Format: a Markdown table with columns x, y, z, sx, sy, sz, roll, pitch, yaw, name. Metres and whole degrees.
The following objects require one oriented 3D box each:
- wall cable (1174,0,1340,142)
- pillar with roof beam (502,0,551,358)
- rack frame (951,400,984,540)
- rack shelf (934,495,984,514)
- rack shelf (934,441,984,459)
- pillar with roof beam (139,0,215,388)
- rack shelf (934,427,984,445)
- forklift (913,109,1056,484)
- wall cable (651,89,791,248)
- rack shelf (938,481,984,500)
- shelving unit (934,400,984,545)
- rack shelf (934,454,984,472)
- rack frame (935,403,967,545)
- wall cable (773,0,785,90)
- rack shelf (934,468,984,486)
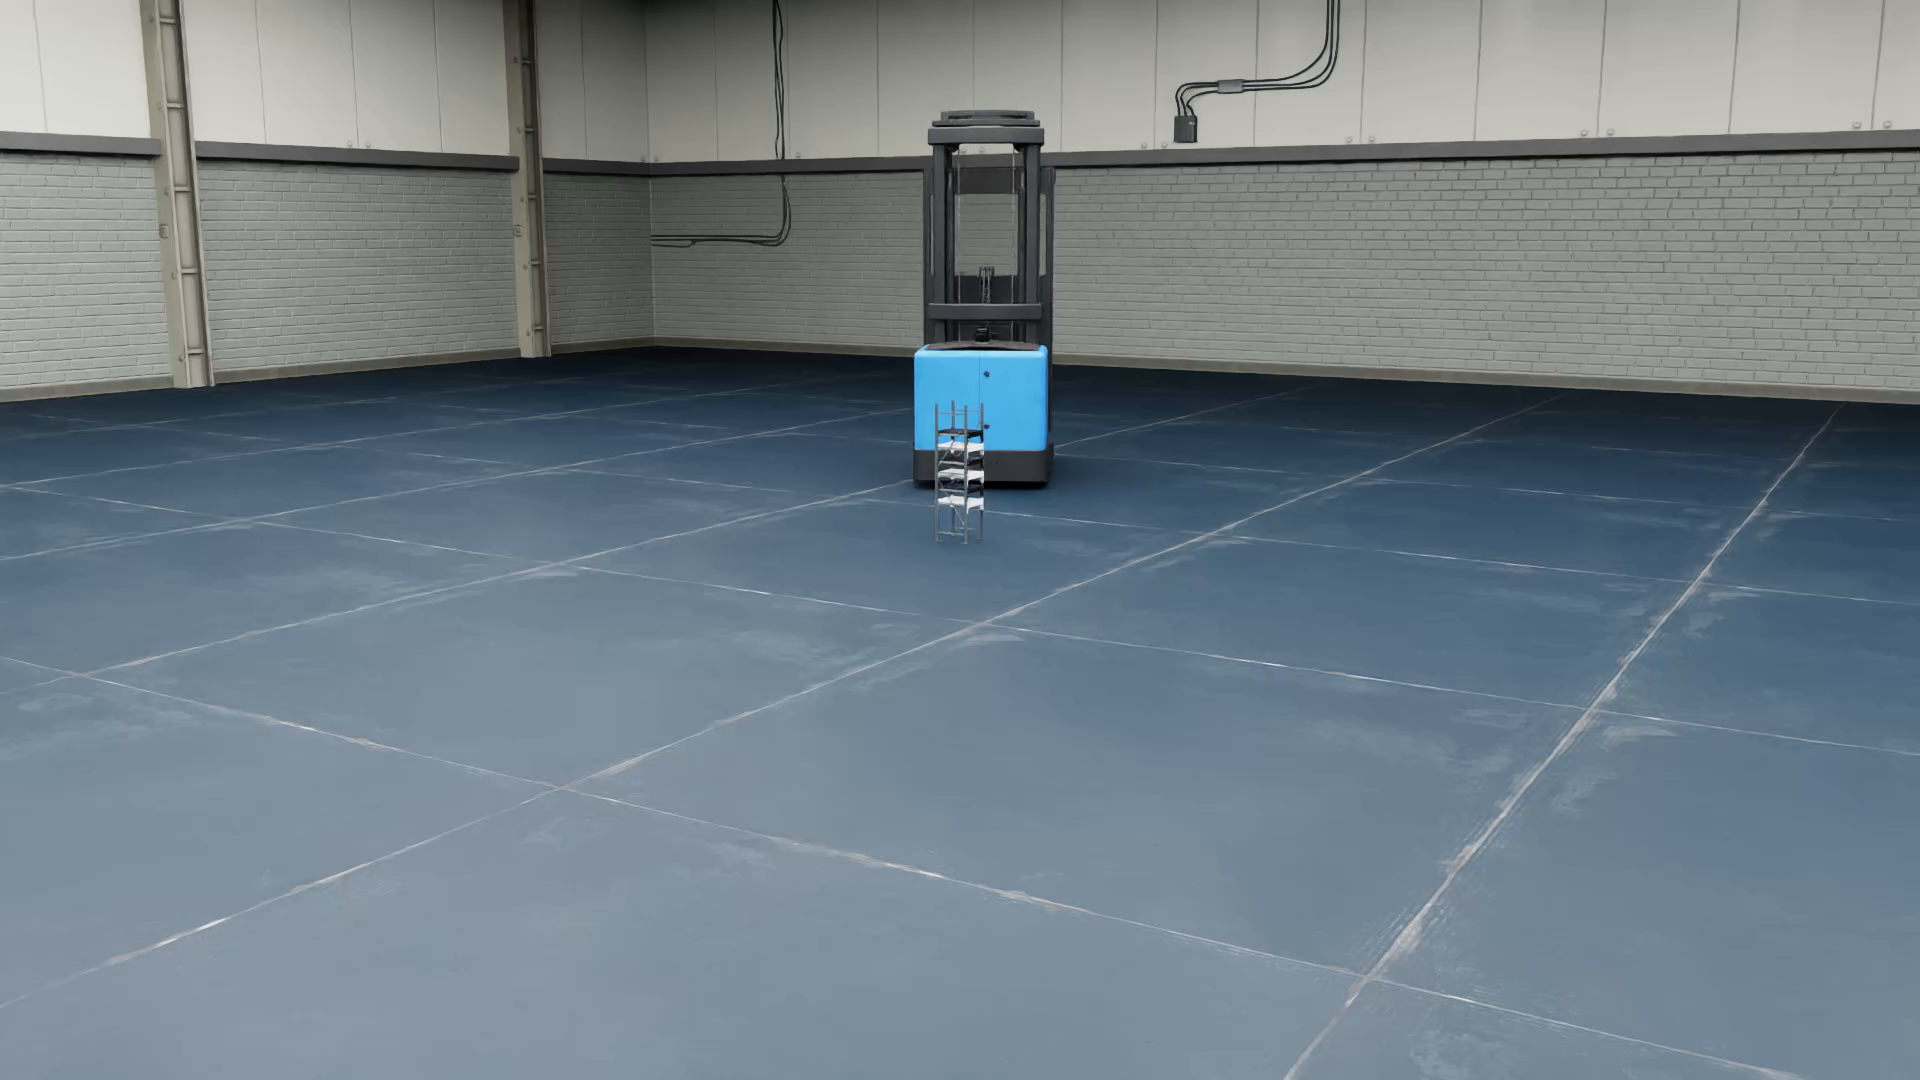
| x | y | z | sx | sy | sz | roll | pitch | yaw | name |
| --- | --- | --- | --- | --- | --- | --- | --- | --- | --- |
| 4.009 | -8.442 | 22.267 | 2.305 | 6.003 | 0.169 | 6 | 12 | 31 | wall cable |
| -3.076 | -6.932 | 23.441 | 9.100 | 9.000 | 0.400 | 6 | 12 | 31 | pillar with roof beam |
| 0.049 | -0.457 | 10.864 | 0.240 | 0.900 | 0.006 | 6 | 12 | 31 | rack frame |
| -0.004 | -0.231 | 10.818 | 0.258 | 0.077 | 0.200 | 6 | 12 | 31 | rack shelf |
| -0.004 | -0.585 | 10.752 | 0.258 | 0.077 | 0.200 | 6 | 12 | 31 | rack shelf |
| -6.192 | -5.988 | 18.401 | 9.100 | 9.000 | 0.400 | 6 | 12 | 31 | pillar with roof beam |
| -0.004 | -0.674 | 10.736 | 0.258 | 0.077 | 0.200 | 6 | 12 | 31 | rack shelf |
| 0.253 | -2.107 | 14.159 | 1.130 | 2.935 | 3.031 | 1 | 11 | 4 | forklift |
| -4.096 | -6.154 | 27.724 | 3.097 | 2.526 | 0.112 | 6 | 12 | 31 | wall cable |
| -0.004 | -0.320 | 10.802 | 0.258 | 0.077 | 0.200 | 6 | 12 | 31 | rack shelf |
| -0.004 | -0.441 | 10.779 | 0.258 | 0.900 | 0.210 | 6 | 12 | 31 | shelving unit |
| -0.004 | -0.497 | 10.769 | 0.258 | 0.077 | 0.200 | 6 | 12 | 31 | rack shelf |
| -0.057 | -0.425 | 10.694 | 0.240 | 0.900 | 0.006 | 6 | 12 | 31 | rack frame |
| -1.784 | -8.378 | 25.879 | 3.097 | 2.526 | 0.112 | 6 | 12 | 31 | wall cable |
| -0.004 | -0.408 | 10.785 | 0.258 | 0.077 | 0.200 | 6 | 12 | 31 | rack shelf |
